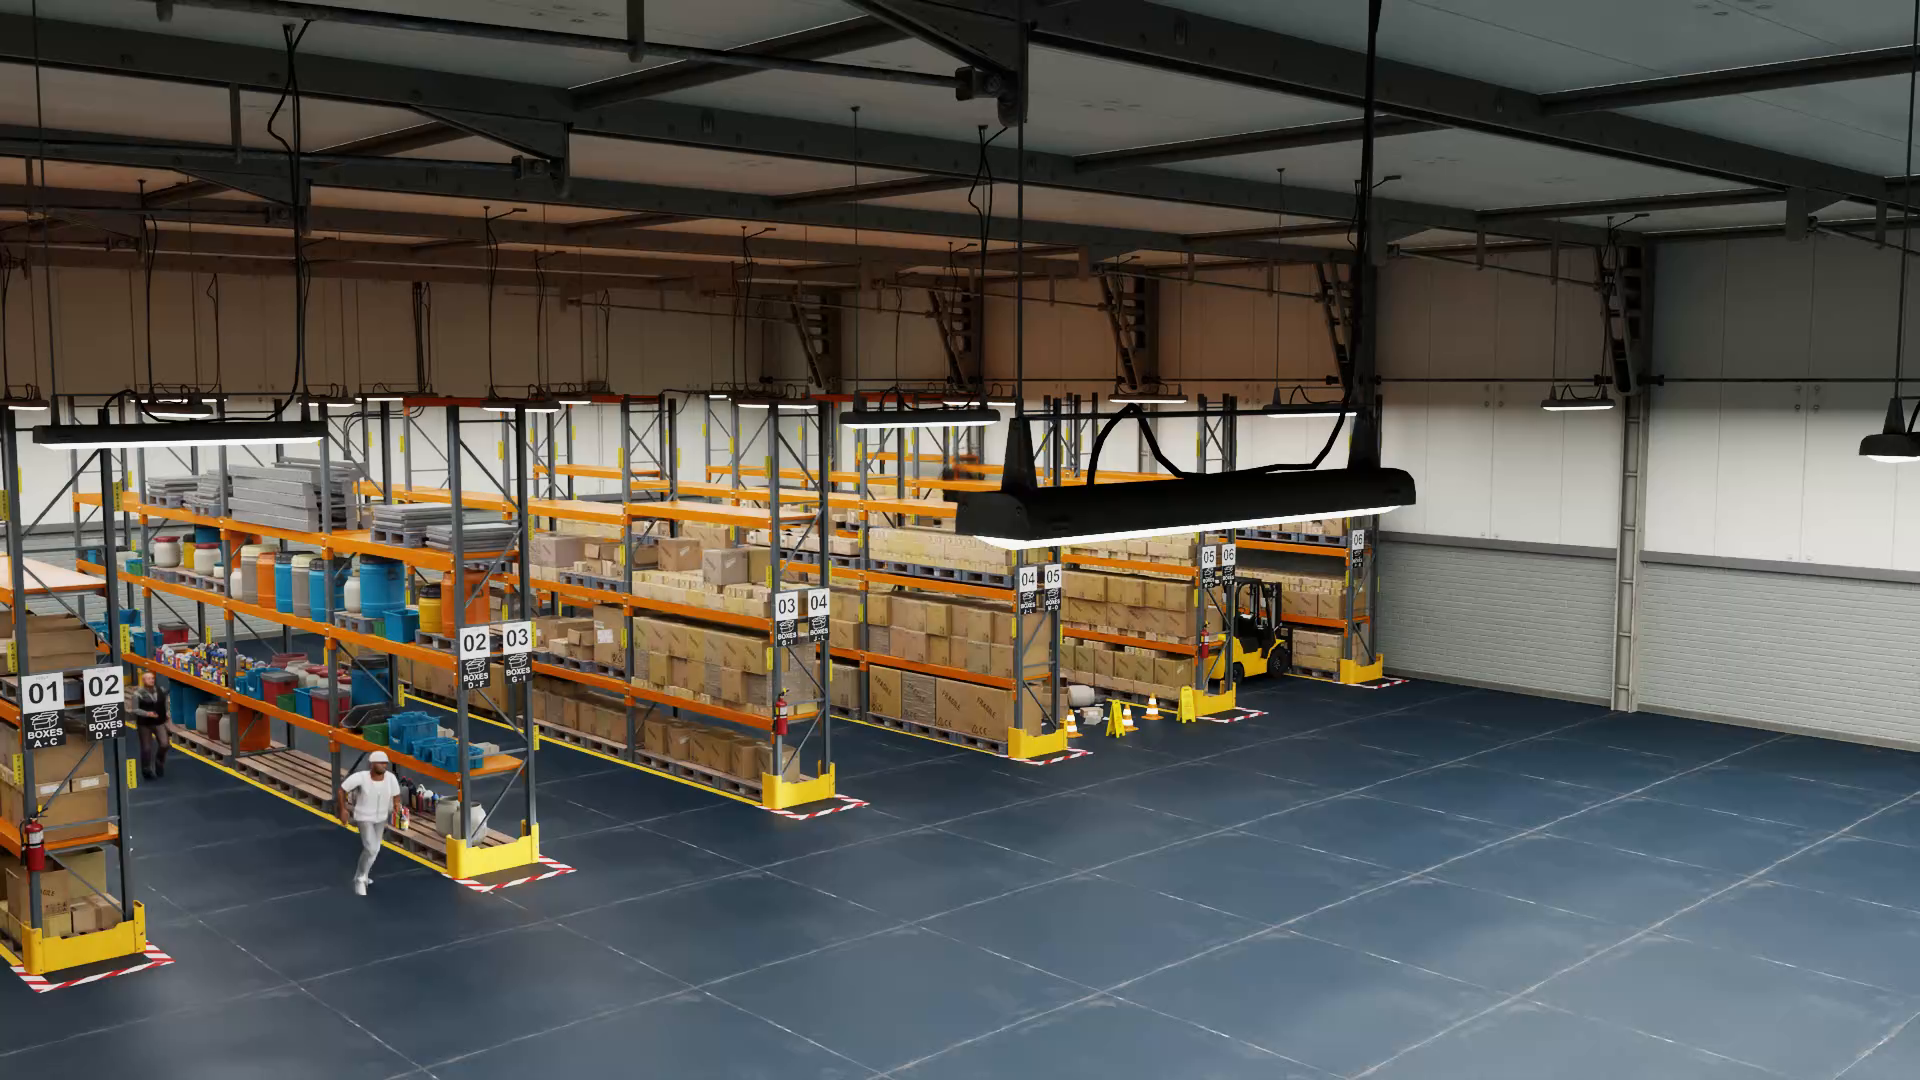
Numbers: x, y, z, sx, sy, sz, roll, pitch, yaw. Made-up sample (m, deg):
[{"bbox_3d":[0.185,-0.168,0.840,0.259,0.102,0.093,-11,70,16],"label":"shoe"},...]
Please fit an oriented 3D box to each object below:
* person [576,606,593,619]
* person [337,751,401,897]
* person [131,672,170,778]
[{"bbox_3d":[-9.303,1.541,41.001,0.597,1.678,0.722,1,6,13],"label":"person"},{"bbox_3d":[-7.269,3.489,20.585,0.783,1.773,0.716,5,7,40],"label":"person"},{"bbox_3d":[-12.779,2.936,26.324,0.625,1.707,0.768,-5,8,-44],"label":"person"}]
